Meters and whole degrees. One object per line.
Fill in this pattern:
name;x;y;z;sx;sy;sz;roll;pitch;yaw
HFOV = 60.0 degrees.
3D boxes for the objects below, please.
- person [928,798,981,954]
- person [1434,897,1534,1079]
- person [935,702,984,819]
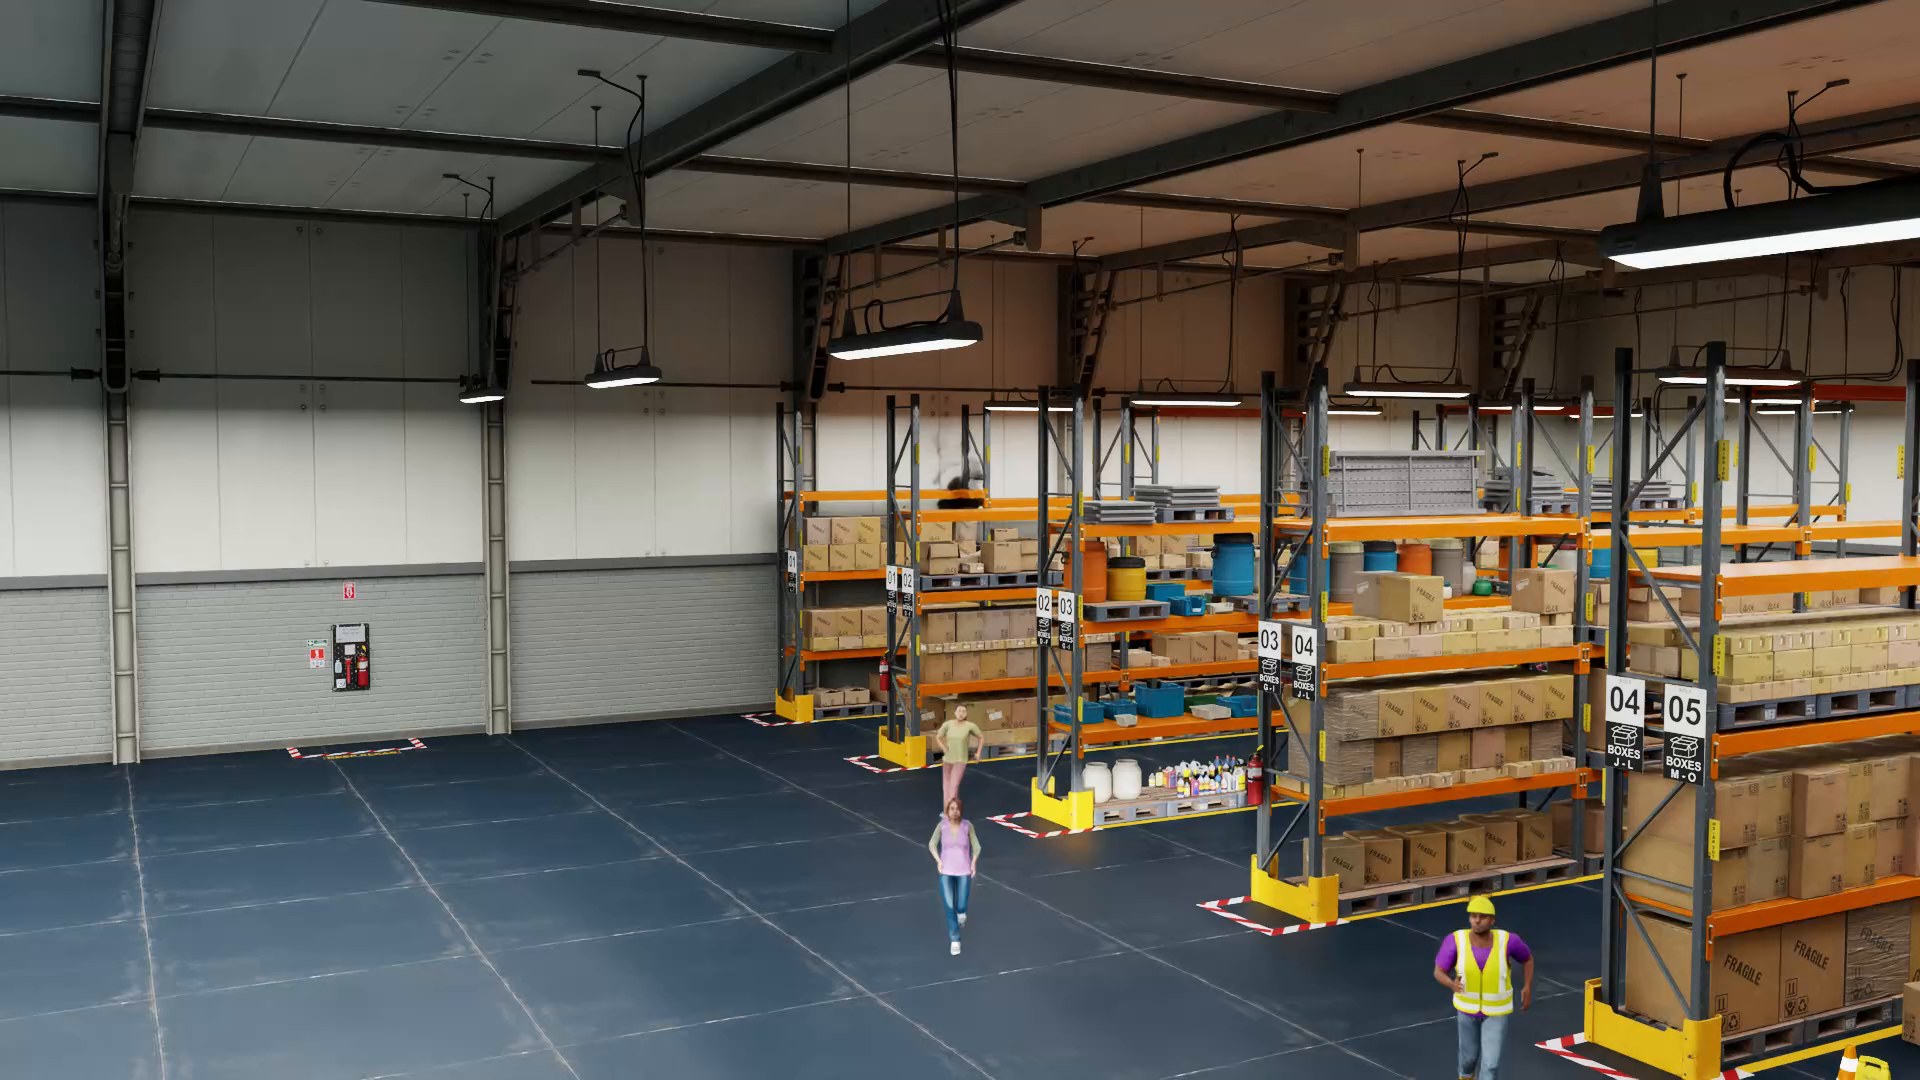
person;-0.059;3.425;17.148;0.540;1.567;0.604;0;3;1
person;3.958;3.563;12.590;0.711;1.785;0.986;1;3;23
person;-0.035;3.043;22.617;0.634;1.689;0.791;1;3;15
